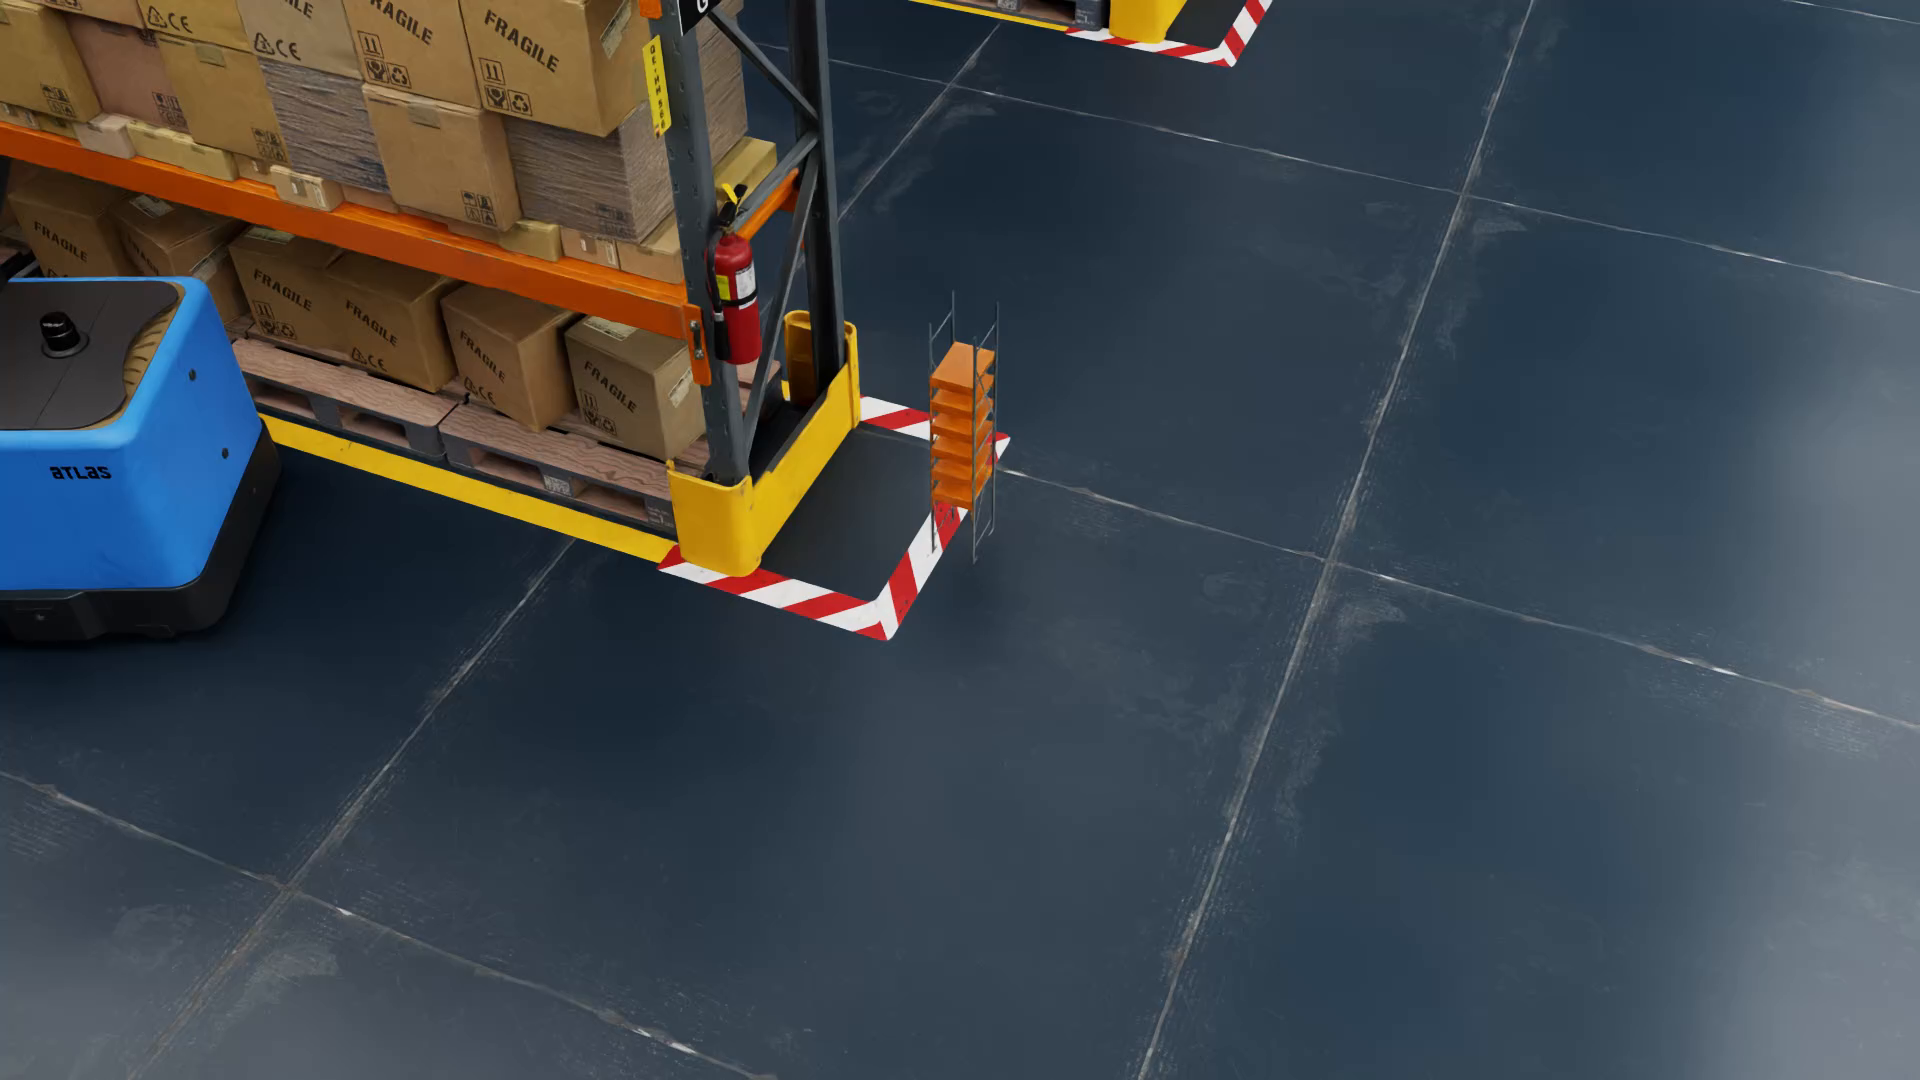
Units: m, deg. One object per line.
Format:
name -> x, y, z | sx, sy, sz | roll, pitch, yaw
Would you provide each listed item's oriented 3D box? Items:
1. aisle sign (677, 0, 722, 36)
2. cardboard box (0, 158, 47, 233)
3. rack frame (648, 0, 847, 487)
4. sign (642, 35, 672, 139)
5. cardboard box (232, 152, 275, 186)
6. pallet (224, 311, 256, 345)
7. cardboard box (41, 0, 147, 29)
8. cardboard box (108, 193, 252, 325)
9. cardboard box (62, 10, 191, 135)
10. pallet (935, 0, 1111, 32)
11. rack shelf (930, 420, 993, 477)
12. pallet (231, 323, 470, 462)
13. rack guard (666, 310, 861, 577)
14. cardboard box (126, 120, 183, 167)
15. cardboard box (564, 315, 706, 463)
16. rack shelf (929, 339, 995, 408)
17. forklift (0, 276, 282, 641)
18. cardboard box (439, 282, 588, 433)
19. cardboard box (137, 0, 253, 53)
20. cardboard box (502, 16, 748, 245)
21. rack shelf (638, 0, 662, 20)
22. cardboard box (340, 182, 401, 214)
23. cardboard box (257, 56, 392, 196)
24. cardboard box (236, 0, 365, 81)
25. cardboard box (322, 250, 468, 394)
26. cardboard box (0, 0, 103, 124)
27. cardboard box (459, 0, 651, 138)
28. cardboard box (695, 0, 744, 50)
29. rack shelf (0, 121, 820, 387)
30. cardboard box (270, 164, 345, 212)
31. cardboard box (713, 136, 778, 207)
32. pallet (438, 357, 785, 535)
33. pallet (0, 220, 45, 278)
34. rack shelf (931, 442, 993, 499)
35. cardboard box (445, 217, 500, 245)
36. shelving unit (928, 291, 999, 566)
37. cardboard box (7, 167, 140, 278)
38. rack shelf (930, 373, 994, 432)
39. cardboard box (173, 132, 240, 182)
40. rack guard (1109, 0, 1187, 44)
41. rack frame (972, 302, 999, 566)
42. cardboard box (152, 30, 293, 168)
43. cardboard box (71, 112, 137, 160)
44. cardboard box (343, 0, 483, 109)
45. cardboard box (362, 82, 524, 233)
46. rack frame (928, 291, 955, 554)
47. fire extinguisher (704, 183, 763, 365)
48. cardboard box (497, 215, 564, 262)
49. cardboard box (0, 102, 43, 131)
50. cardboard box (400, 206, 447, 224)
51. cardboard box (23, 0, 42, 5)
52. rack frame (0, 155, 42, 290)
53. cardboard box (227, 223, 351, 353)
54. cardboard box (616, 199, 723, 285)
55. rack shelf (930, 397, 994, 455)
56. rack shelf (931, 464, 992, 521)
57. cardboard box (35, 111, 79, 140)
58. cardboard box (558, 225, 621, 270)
aisle sign -> -0.807, -2.009, 5.138 | 0.004, 0.787, 0.394 | 16, 47, 16
cardboard box -> -4.999, -1.836, 8.268 | 0.500, 0.500, 0.700 | 13, 46, 13
rack frame -> -0.749, -1.300, 6.268 | 0.127, 3.000, 1.000 | 16, 47, 16
sign -> -0.981, -1.466, 5.391 | 0.005, 0.325, 0.100 | 16, 47, 16
cardboard box -> -2.720, -1.606, 6.754 | 0.250, 0.149, 0.380 | 16, 47, 16
pallet -> -3.807, -1.238, 8.184 | 1.213, 0.211, 1.003 | 16, 47, 16
cardboard box -> -3.200, -2.323, 6.306 | 0.500, 0.500, 0.500 | 16, 47, 16
cardboard box -> -3.555, -1.363, 7.807 | 0.500, 0.500, 0.500 | 32, 53, 28
cardboard box -> -3.101, -2.135, 6.827 | 0.500, 0.500, 0.875 | 16, 47, 16
pallet -> 0.486, -3.679, 10.637 | 1.213, 0.211, 1.003 | 16, 47, 16
rack shelf -> 0.014, -0.390, 6.693 | 0.180, 0.103, 0.258 | 16, 47, 16
pallet -> -2.677, -0.908, 7.852 | 1.213, 0.211, 1.003 | 16, 47, 16
rack guard -> -0.819, -0.434, 7.171 | 0.348, 0.500, 1.175 | 16, 47, 16
cardboard box -> -3.195, -1.719, 6.868 | 0.250, 0.149, 0.380 | 16, 47, 16
cardboard box -> -1.319, -0.743, 7.183 | 0.500, 0.500, 0.500 | 25, 50, 23
rack shelf -> 0.014, -0.645, 6.439 | 0.180, 0.103, 0.258 | 16, 47, 16
forklift -> -4.482, -0.974, 5.990 | 3.031, 2.935, 1.130 | -1, 45, -1
cardboard box -> -1.883, -0.883, 7.324 | 0.500, 0.500, 0.500 | 29, 52, 26
cardboard box -> -2.734, -2.194, 6.177 | 0.500, 0.500, 0.500 | 16, 47, 16
cardboard box -> -1.246, -1.608, 6.296 | 0.500, 0.500, 0.875 | 16, 47, 16
rack shelf -> -2.595, -2.651, 6.010 | 4.000, 0.370, 1.077 | 16, 47, 16
cardboard box -> -2.251, -1.482, 6.630 | 0.250, 0.149, 0.380 | 16, 47, 16
cardboard box -> -2.198, -1.829, 6.519 | 0.500, 0.500, 0.875 | 16, 47, 16
cardboard box -> -2.276, -2.053, 6.035 | 0.500, 0.500, 0.500 | 16, 47, 16
cardboard box -> -2.454, -1.065, 7.507 | 0.500, 0.500, 0.500 | 21, 48, 19
cardboard box -> -3.601, -2.206, 6.897 | 0.500, 0.500, 0.875 | 16, 47, 16
cardboard box -> -1.351, -1.783, 5.764 | 0.500, 0.500, 0.500 | 16, 47, 16
cardboard box -> -1.151, -2.122, 6.104 | 0.500, 0.500, 0.500 | 16, 47, 16
rack shelf -> -2.595, -1.588, 7.068 | 4.000, 0.370, 1.077 | 16, 47, 16
cardboard box -> -2.516, -1.493, 6.640 | 0.250, 0.149, 0.380 | 16, 47, 16
cardboard box -> -0.920, -1.443, 6.591 | 0.250, 0.149, 0.380 | 16, 47, 16
pallet -> -1.555, -0.575, 7.518 | 1.213, 0.211, 1.003 | 16, 47, 16
pallet -> -5.159, -1.608, 8.555 | 1.213, 0.211, 1.003 | 16, 47, 16
rack shelf -> 0.014, -0.305, 6.778 | 0.180, 0.103, 0.258 | 16, 47, 16
cardboard box -> -1.797, -1.334, 6.481 | 0.250, 0.149, 0.380 | 16, 47, 16
shelving unit -> 0.014, -0.421, 6.662 | 0.189, 1.200, 0.258 | 16, 47, 16
cardboard box -> -4.087, -1.514, 7.958 | 0.500, 0.500, 0.500 | 15, 47, 15
rack shelf -> 0.014, -0.560, 6.524 | 0.180, 0.103, 0.258 | 16, 47, 16
cardboard box -> -2.968, -1.644, 6.793 | 0.250, 0.149, 0.380 | 16, 47, 16
rack guard -> 1.276, -3.608, 10.361 | 0.348, 0.500, 1.175 | 16, 47, 16
rack frame -> 0.098, -0.396, 6.637 | 0.006, 1.200, 0.240 | 16, 47, 16
cardboard box -> -2.655, -1.973, 6.663 | 0.500, 0.500, 0.875 | 16, 47, 16
cardboard box -> -3.441, -1.760, 6.909 | 0.250, 0.149, 0.380 | 16, 47, 16
cardboard box -> -1.815, -1.916, 5.897 | 0.500, 0.500, 0.500 | 16, 47, 16
cardboard box -> -1.753, -1.665, 6.354 | 0.500, 0.500, 0.875 | 16, 47, 16
rack frame -> -0.071, -0.446, 6.687 | 0.006, 1.200, 0.240 | 16, 47, 16
fire extinguisher -> -0.820, -0.941, 5.963 | 0.183, 0.674, 0.296 | 16, 47, 16
cardboard box -> -1.572, -1.256, 6.403 | 0.250, 0.149, 0.380 | 16, 47, 16
cardboard box -> -3.891, -1.916, 7.066 | 0.250, 0.149, 0.380 | 16, 47, 16
cardboard box -> -2.012, -1.429, 6.577 | 0.250, 0.149, 0.380 | 16, 47, 16
cardboard box -> -3.661, -2.459, 6.443 | 0.500, 0.500, 0.500 | 16, 47, 16
rack frame -> -4.440, -2.386, 7.360 | 0.127, 3.000, 1.000 | 16, 47, 16
cardboard box -> -2.952, -1.246, 7.689 | 0.500, 0.500, 0.500 | 13, 46, 12
cardboard box -> -1.091, -1.154, 6.300 | 0.250, 0.149, 0.380 | 16, 47, 16
rack shelf -> 0.014, -0.475, 6.608 | 0.180, 0.103, 0.258 | 16, 47, 16
rack shelf -> 0.014, -0.220, 6.862 | 0.180, 0.103, 0.258 | 16, 47, 16
cardboard box -> -3.656, -1.855, 7.004 | 0.250, 0.149, 0.380 | 16, 47, 16
cardboard box -> -1.322, -1.222, 6.368 | 0.250, 0.149, 0.380 | 16, 47, 16
